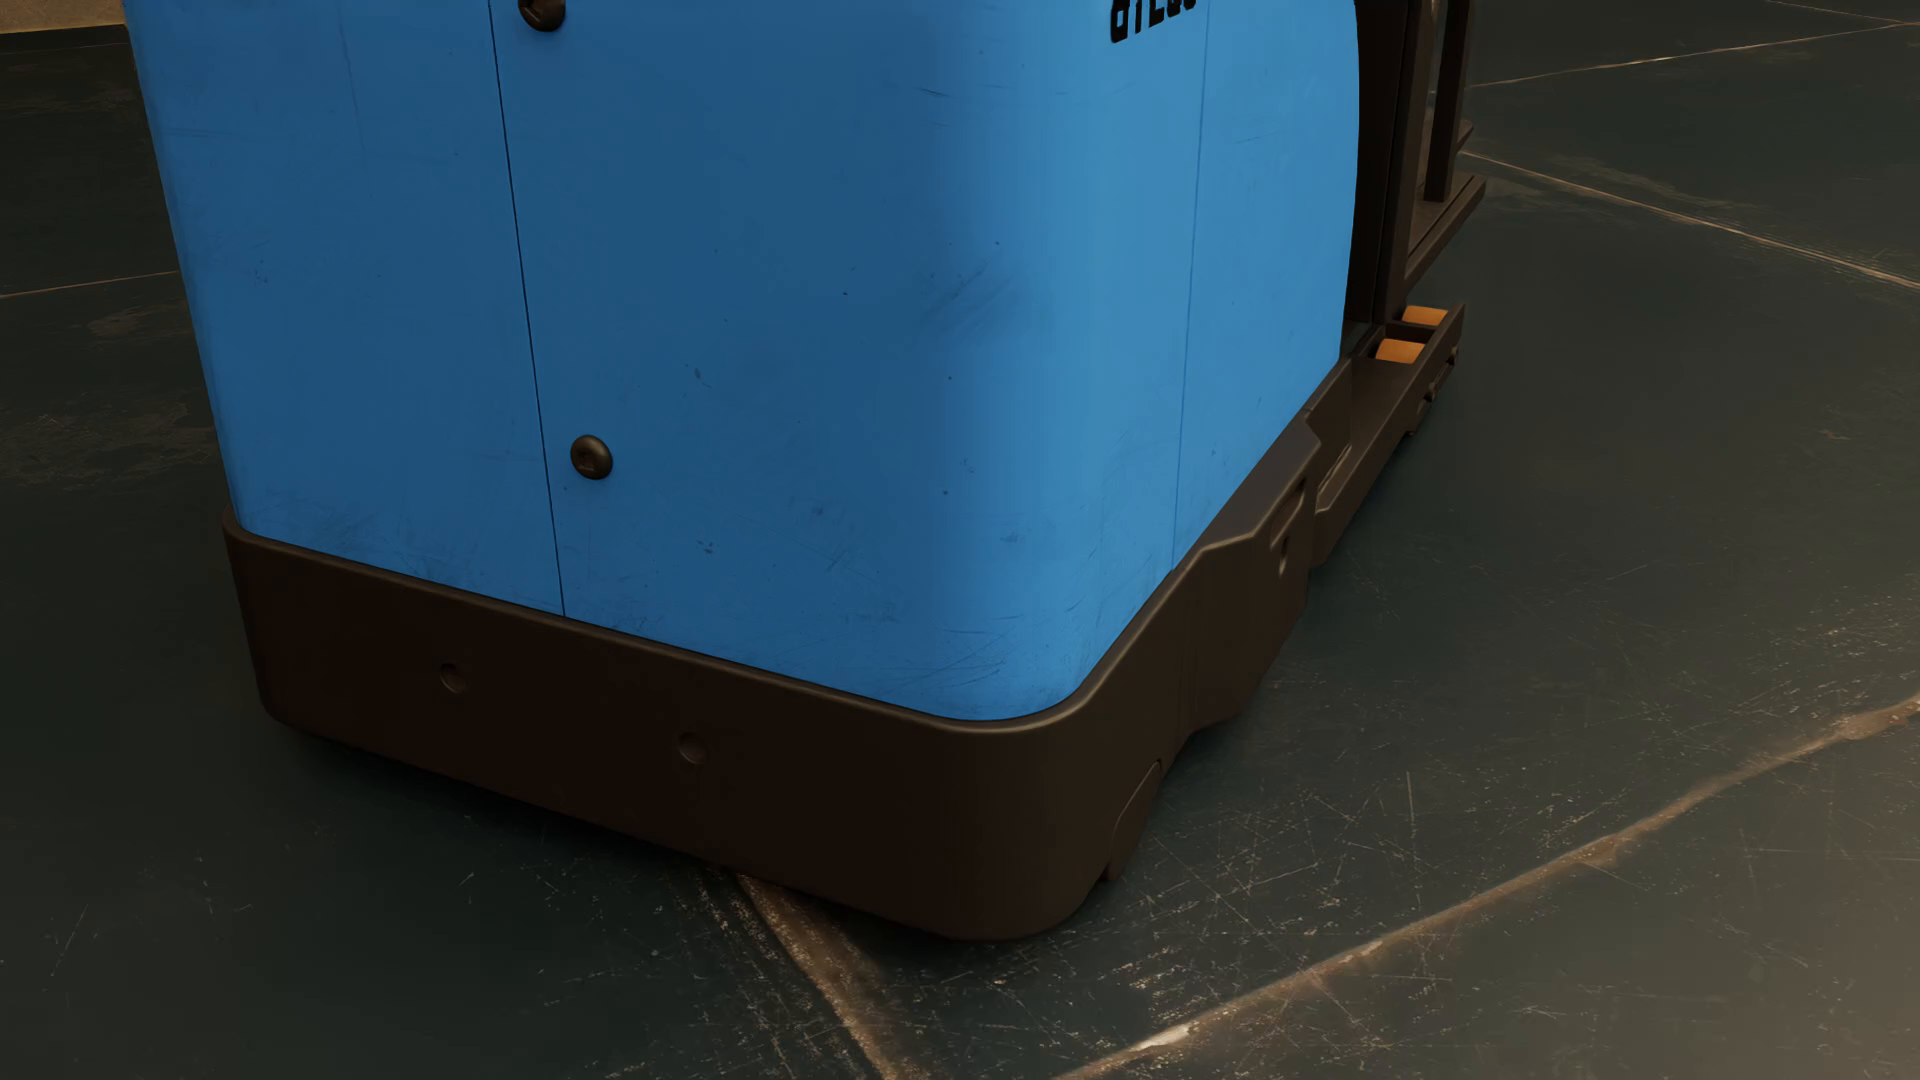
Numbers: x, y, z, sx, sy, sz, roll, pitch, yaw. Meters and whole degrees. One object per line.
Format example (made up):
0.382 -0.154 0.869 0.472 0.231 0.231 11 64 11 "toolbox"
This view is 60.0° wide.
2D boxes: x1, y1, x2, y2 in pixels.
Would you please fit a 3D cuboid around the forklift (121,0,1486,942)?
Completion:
0.261 -1.563 2.341 1.130 2.935 3.031 12 29 23 "forklift"
